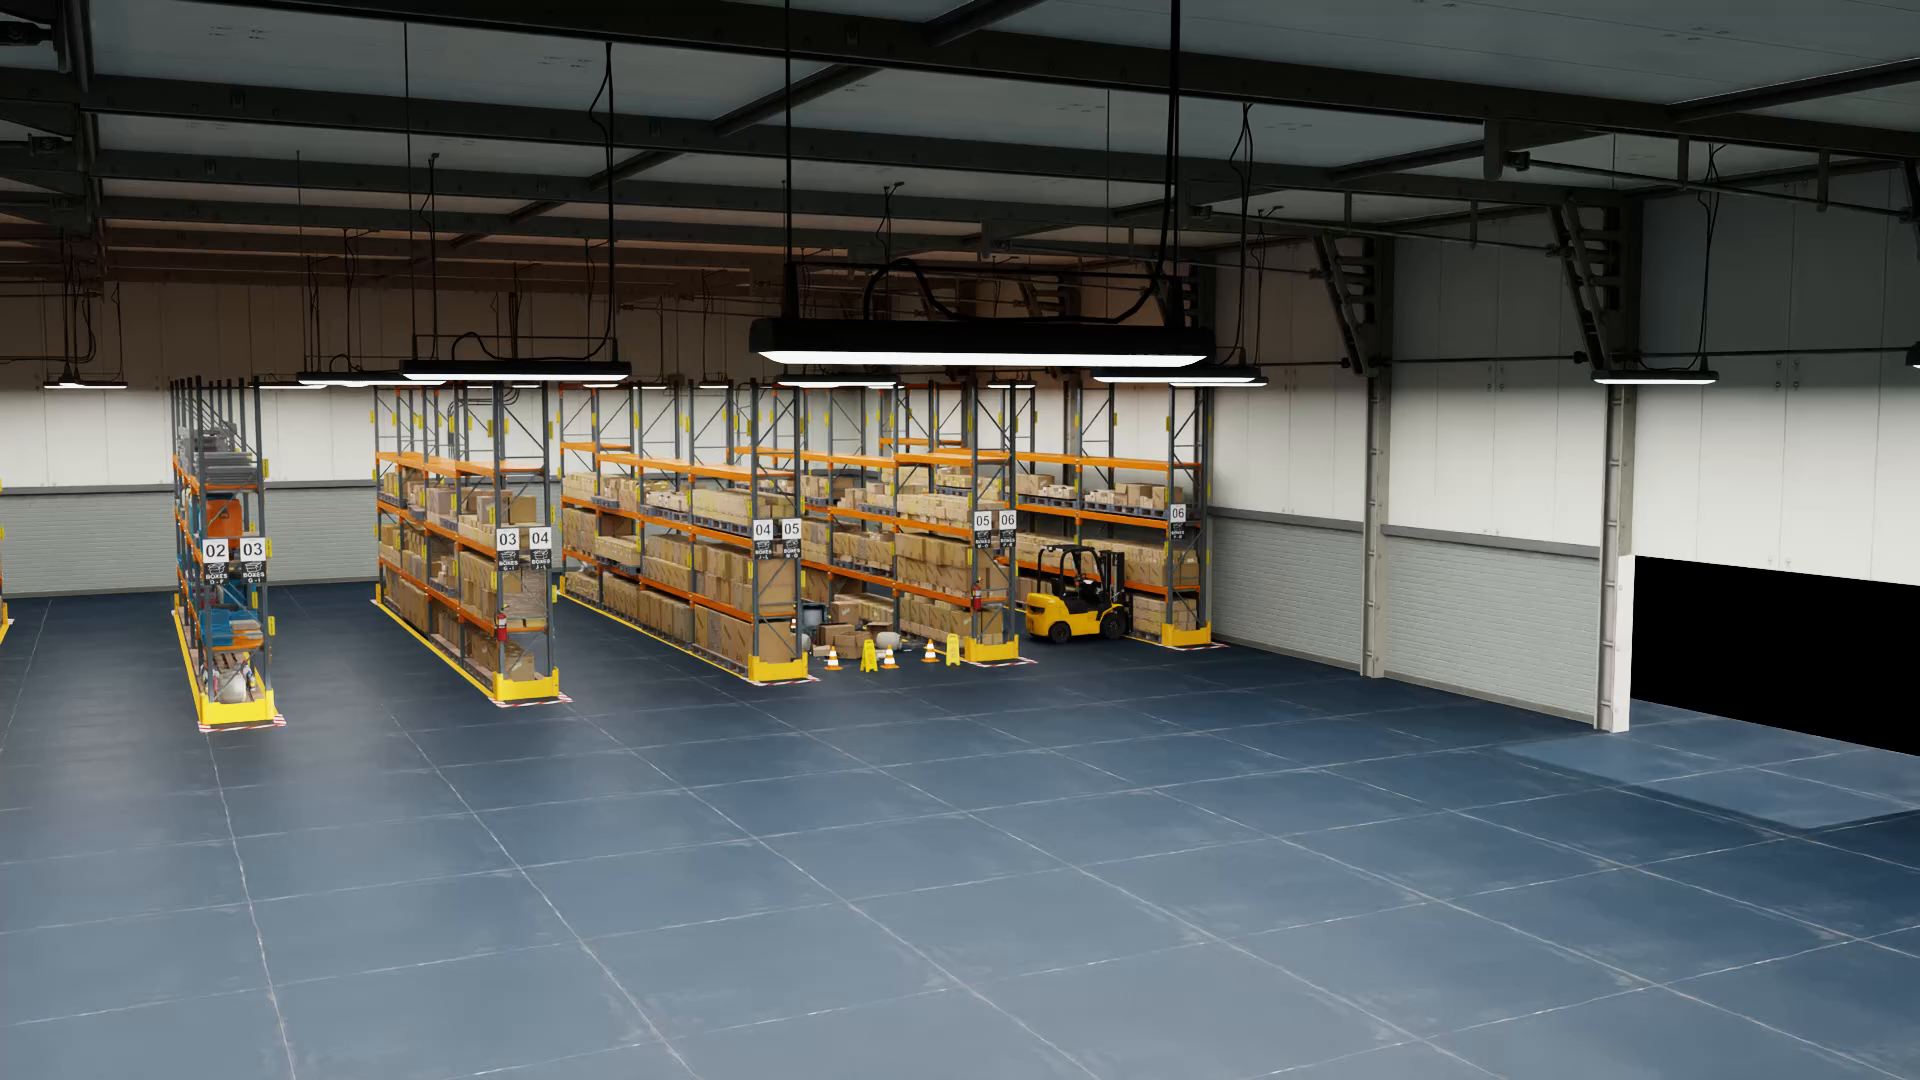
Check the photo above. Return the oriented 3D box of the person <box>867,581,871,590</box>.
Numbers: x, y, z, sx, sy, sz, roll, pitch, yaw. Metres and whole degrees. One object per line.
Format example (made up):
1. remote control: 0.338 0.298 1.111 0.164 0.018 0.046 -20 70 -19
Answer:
1. person: -2.670 0.618 48.059 0.681 1.676 0.665 -2 5 -19

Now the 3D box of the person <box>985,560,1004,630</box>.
1. person: 0.860 1.330 40.120 0.699 1.668 0.821 -3 6 -27

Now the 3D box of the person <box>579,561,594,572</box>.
1. person: -11.727 0.212 52.078 0.595 1.754 0.929 4 6 36
